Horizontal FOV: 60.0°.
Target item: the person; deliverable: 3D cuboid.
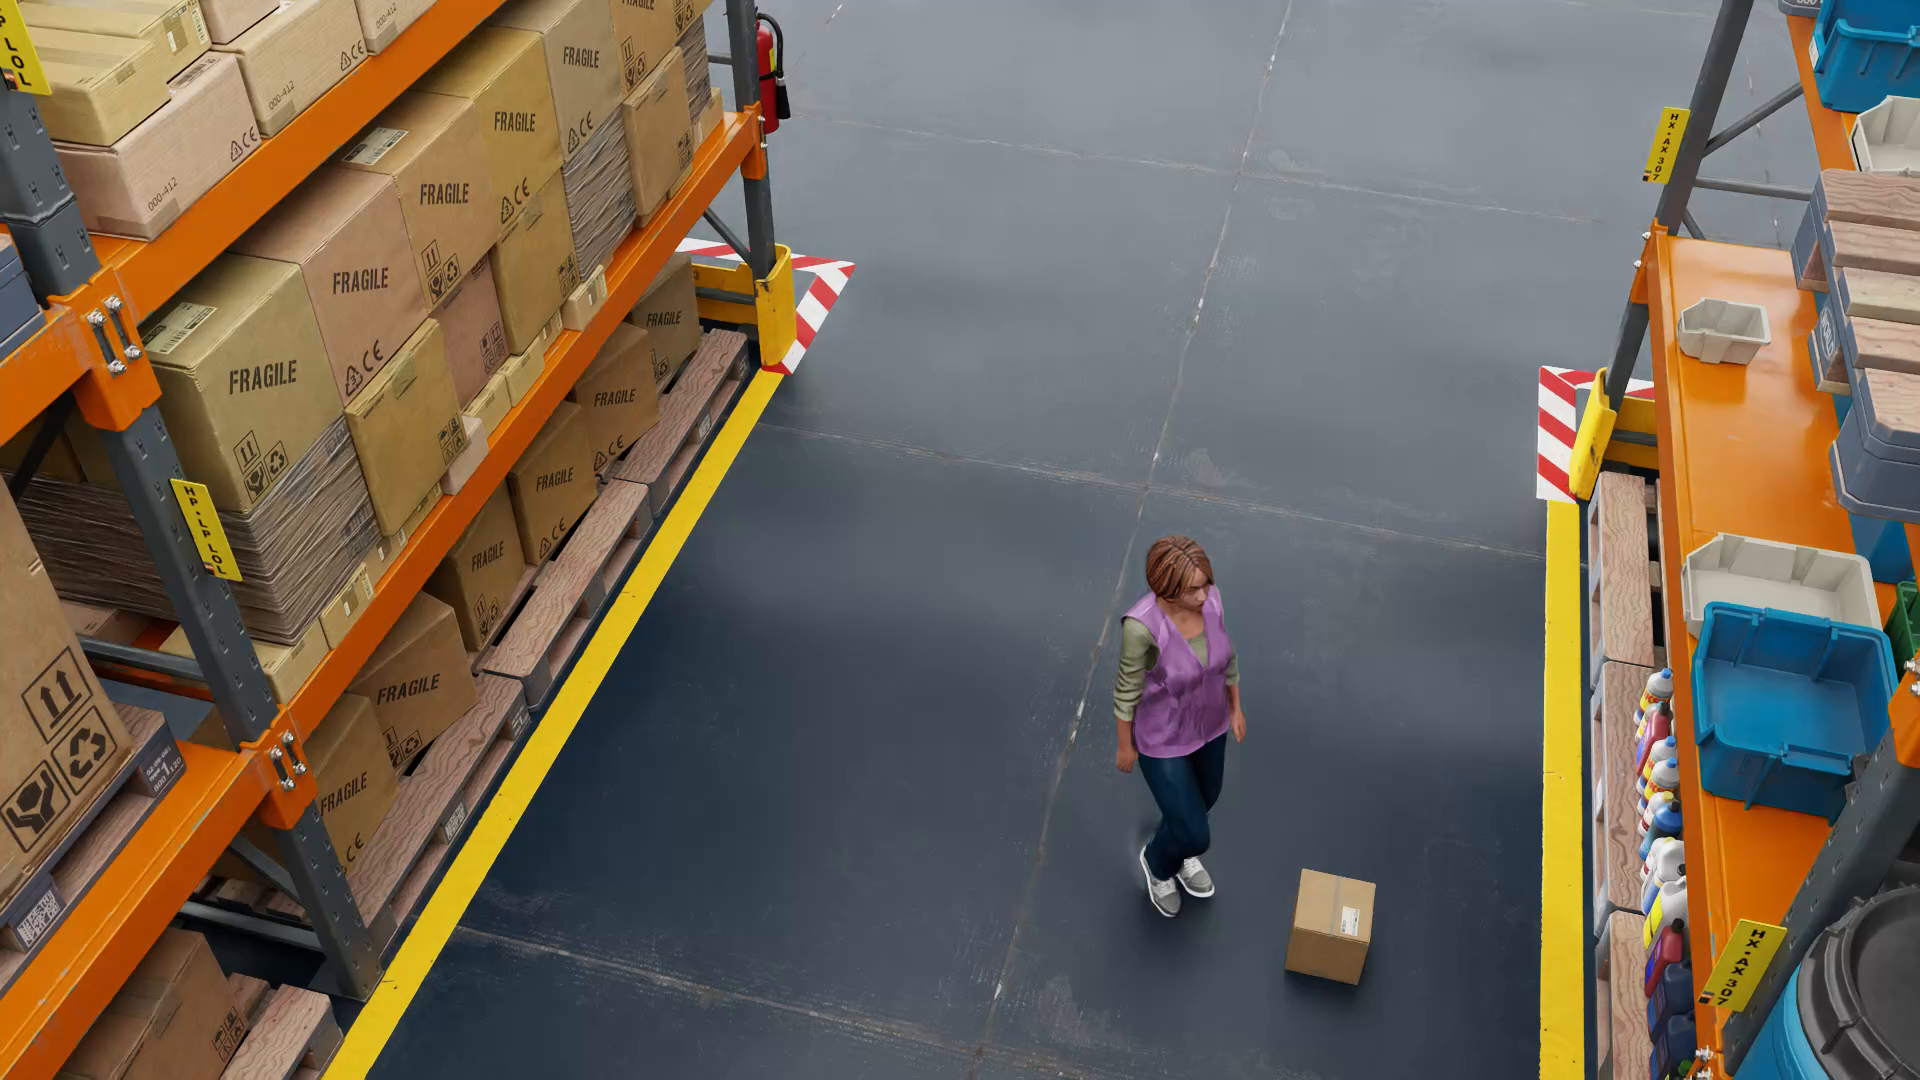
[{"bbox_3d":[0.723,0.632,5.447,0.449,1.595,0.344,-27,48,-27],"label":"person"}]
